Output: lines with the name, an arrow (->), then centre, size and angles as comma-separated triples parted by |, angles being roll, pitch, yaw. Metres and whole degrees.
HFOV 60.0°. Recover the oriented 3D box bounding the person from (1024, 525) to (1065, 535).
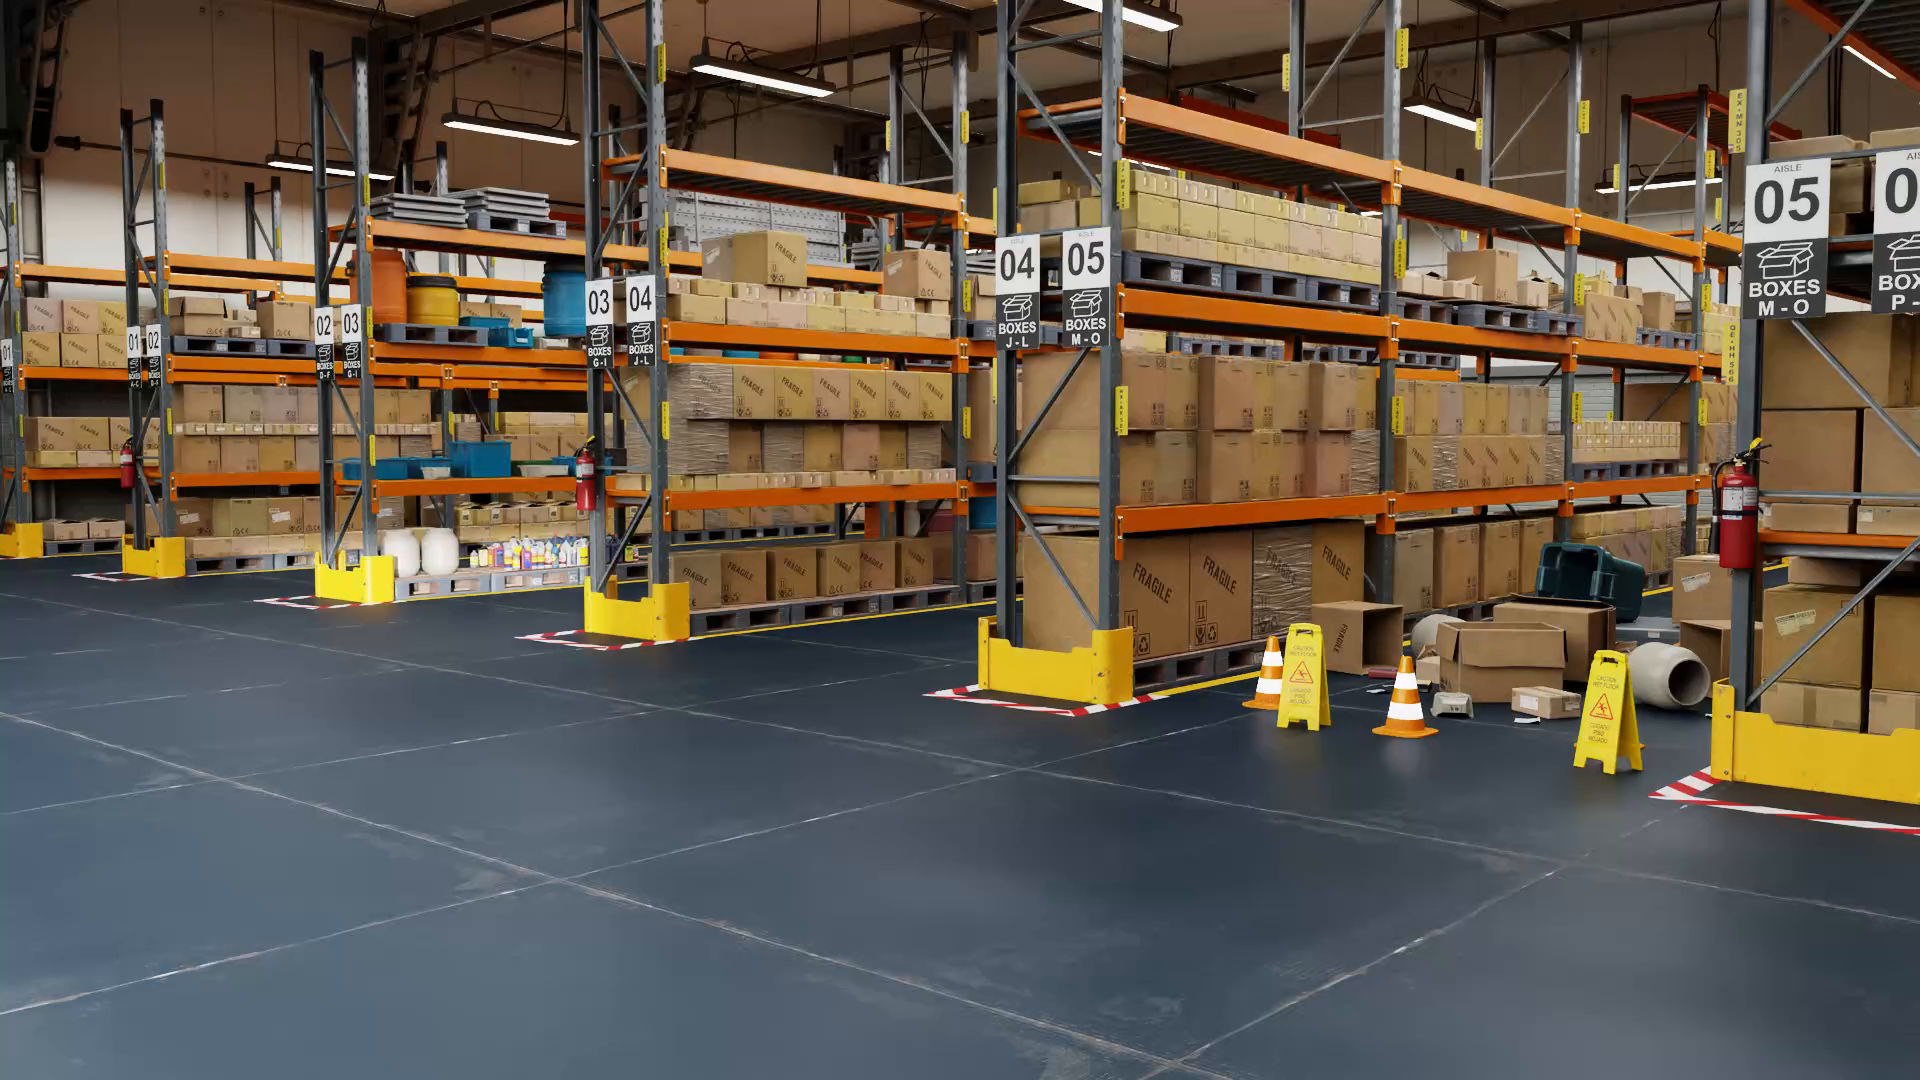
person -> 0.865, -0.116, 17.088 | 0.453, 1.687, 0.562 | 2, 4, 27
